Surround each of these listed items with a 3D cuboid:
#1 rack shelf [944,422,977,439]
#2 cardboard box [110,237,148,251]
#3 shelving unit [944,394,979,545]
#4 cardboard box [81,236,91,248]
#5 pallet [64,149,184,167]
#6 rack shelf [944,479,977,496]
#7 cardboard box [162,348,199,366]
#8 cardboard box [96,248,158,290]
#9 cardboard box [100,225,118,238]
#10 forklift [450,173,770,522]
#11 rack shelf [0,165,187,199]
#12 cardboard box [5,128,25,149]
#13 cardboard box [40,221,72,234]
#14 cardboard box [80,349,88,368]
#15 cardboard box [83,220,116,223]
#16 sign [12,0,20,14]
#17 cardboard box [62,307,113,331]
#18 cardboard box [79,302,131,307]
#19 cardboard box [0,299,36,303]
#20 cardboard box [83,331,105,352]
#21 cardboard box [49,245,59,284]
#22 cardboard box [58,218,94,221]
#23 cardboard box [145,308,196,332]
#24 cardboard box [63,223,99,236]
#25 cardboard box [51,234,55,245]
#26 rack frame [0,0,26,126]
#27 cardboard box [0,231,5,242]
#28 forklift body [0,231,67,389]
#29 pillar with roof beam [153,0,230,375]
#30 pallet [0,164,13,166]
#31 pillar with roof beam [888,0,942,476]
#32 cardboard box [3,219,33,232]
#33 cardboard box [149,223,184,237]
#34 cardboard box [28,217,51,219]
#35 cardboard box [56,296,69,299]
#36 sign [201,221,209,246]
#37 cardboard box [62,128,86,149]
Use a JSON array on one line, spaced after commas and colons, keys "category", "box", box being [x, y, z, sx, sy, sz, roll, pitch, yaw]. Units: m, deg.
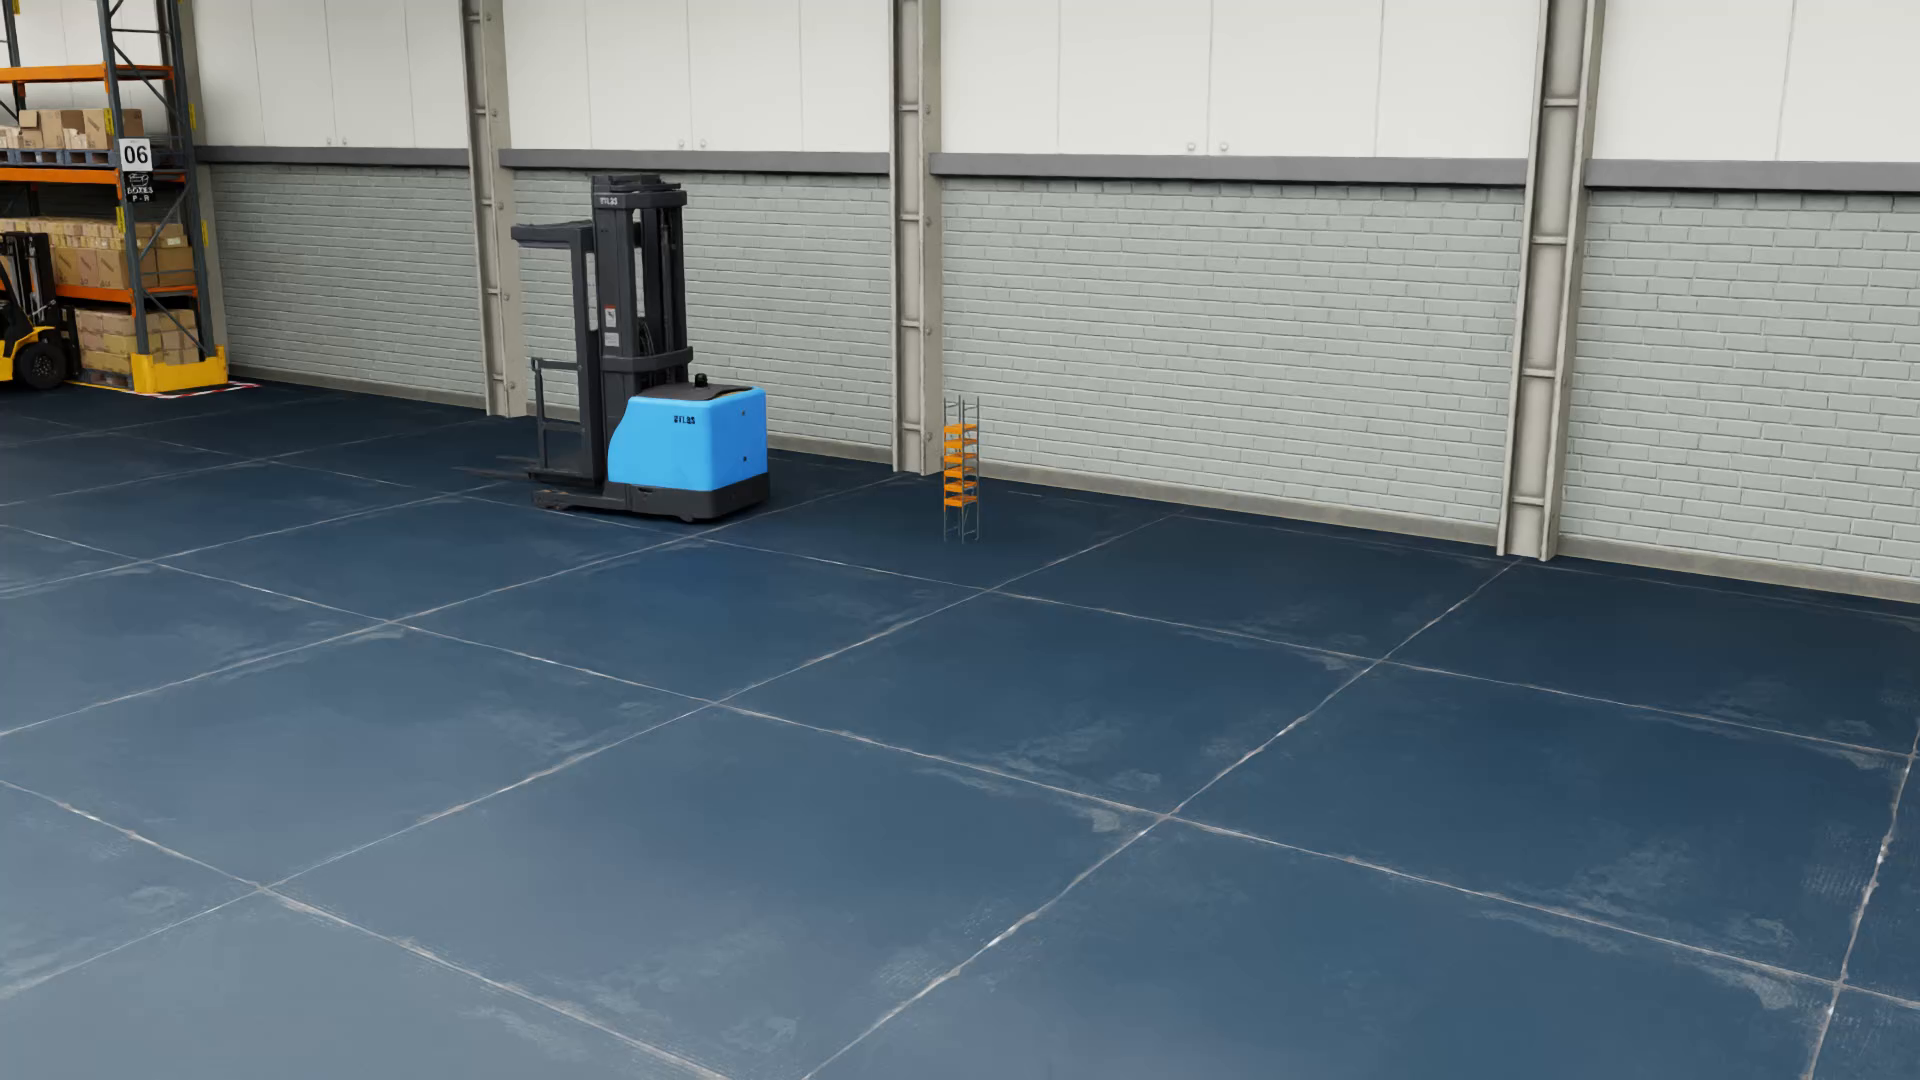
[{"category": "rack shelf", "box": [0.012, -0.887, 13.595, 0.180, 0.103, 0.258, 9, 17, 33]}, {"category": "cardboard box", "box": [-10.752, -3.837, 21.523, 0.250, 0.149, 0.380, 9, 17, 34]}, {"category": "shelving unit", "box": [0.012, -0.580, 13.671, 0.189, 1.200, 0.258, 9, 17, 33]}, {"category": "cardboard box", "box": [-11.361, -3.948, 21.971, 0.250, 0.149, 0.380, 9, 17, 32]}, {"category": "pallet", "box": [-10.880, -4.996, 21.705, 1.213, 0.211, 1.003, 9, 17, 33]}, {"category": "rack shelf", "box": [0.012, -0.421, 13.711, 0.180, 0.103, 0.258, 9, 17, 33]}, {"category": "cardboard box", "box": [-10.606, -2.457, 22.354, 0.500, 0.250, 0.500, 9, 17, 33]}, {"category": "cardboard box", "box": [-10.863, -3.545, 21.694, 0.500, 0.500, 0.500, 9, 16, 32]}, {"category": "cardboard box", "box": [-10.945, -4.024, 21.658, 0.250, 0.149, 0.380, 9, 17, 33]}, {"category": "forklift", "box": [-3.281, -1.796, 14.979, 3.031, 2.935, 1.130, 6, 15, 25]}, {"category": "rack shelf", "box": [-11.968, -4.858, 22.460, 4.000, 0.370, 1.077, 9, 17, 33]}, {"category": "cardboard box", "box": [-12.565, -5.403, 22.363, 0.258, 0.266, 0.396, 9, 16, 31]}, {"category": "cardboard box", "box": [-12.198, -4.238, 22.526, 0.250, 0.149, 0.380, 9, 17, 33]}, {"category": "cardboard box", "box": [-11.692, -2.490, 22.486, 0.500, 0.250, 0.500, 9, 17, 33]}, {"category": "cardboard box", "box": [-11.735, -4.292, 22.740, 0.250, 0.149, 0.380, 9, 17, 33]}, {"category": "sign", "box": [-13.297, -7.569, 23.400, 0.005, 0.325, 0.100, 9, 17, 33]}, {"category": "cardboard box", "box": [-11.715, -2.970, 22.346, 0.500, 0.250, 0.500, 9, 17, 34]}, {"category": "cardboard box", "box": [-11.848, -3.145, 23.054, 0.500, 0.250, 0.500, 9, 16, 32]}, {"category": "cardboard box", "box": [-13.401, -3.246, 23.463, 0.500, 0.250, 0.500, 9, 16, 32]}, {"category": "cardboard box", "box": [-11.297, -2.667, 22.163, 0.500, 0.250, 0.500, 9, 17, 32]}, {"category": "cardboard box", "box": [-12.137, -3.750, 22.523, 0.500, 0.500, 0.500, 9, 17, 33]}, {"category": "cardboard box", "box": [-12.335, -4.410, 23.219, 0.250, 0.149, 0.380, 9, 16, 32]}, {"category": "cardboard box", "box": [-10.601, -2.940, 22.224, 0.500, 0.250, 0.500, 9, 16, 32]}, {"category": "cardboard box", "box": [-11.620, -4.114, 22.025, 0.250, 0.149, 0.380, 10, 17, 34]}, {"category": "cardboard box", "box": [-11.987, -4.056, 22.406, 0.250, 0.149, 0.380, 9, 17, 32]}, {"category": "rack frame", "box": [-13.627, -6.932, 23.097, 0.127, 3.000, 1.000, 9, 17, 33]}, {"category": "cardboard box", "box": [-13.062, -4.224, 23.086, 0.250, 0.149, 0.380, 9, 17, 33]}, {"category": "forklift body", "box": [-12.900, -2.962, 21.311, 1.214, 2.155, 2.313, 9, 17, 33]}, {"category": "pillar with roof beam", "box": [-12.785, -5.810, 18.566, 0.400, 9.000, 9.100, 9, 17, 33]}, {"category": "pallet", "box": [-14.366, -5.498, 23.948, 1.217, 0.209, 0.805, 8, 16, 31]}, {"category": "pillar with roof beam", "box": [-2.828, -4.201, 12.065, 0.400, 9.000, 9.100, 9, 17, 33]}, {"category": "cardboard box", "box": [-12.888, -4.321, 22.858, 0.250, 0.149, 0.380, 10, 17, 34]}, {"category": "cardboard box", "box": [-10.468, -4.078, 21.879, 0.250, 0.149, 0.380, 9, 16, 32]}, {"category": "cardboard box", "box": [-13.009, -4.503, 23.593, 0.250, 0.149, 0.380, 9, 16, 31]}, {"category": "cardboard box", "box": [-13.111, -3.346, 23.867, 0.500, 0.250, 0.500, 10, 17, 34]}, {"category": "sign", "box": [-9.993, -4.052, 21.981, 0.005, 0.325, 0.100, 9, 17, 33]}, {"category": "cardboard box", "box": [-11.376, -5.211, 21.586, 0.258, 0.266, 0.396, 9, 17, 33]}]
